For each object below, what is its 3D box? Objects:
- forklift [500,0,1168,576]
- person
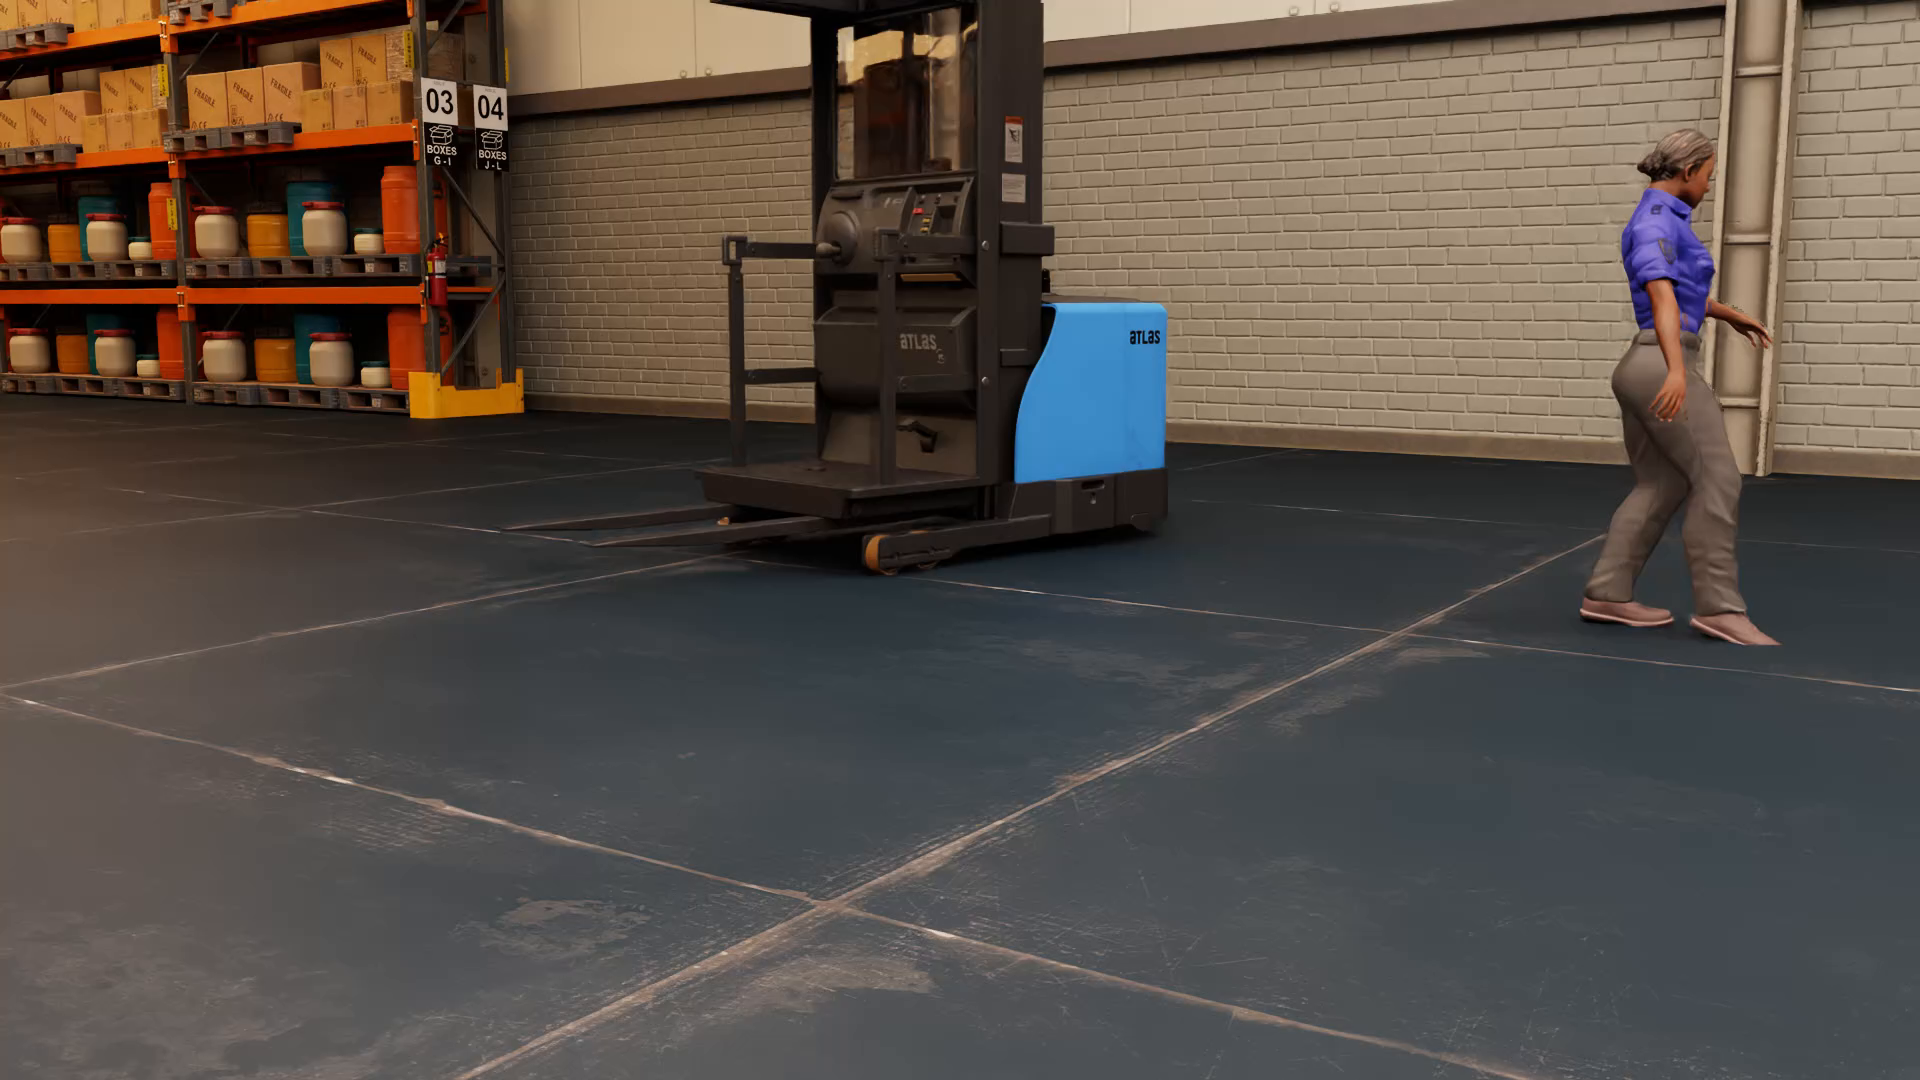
[{"bbox_3d":[-0.438,-1.391,6.977,3.031,2.935,1.130,-8,11,-43],"label":"forklift"},{"bbox_3d":[2.373,-0.474,5.383,0.614,1.663,0.915,3,9,20],"label":"person"}]
